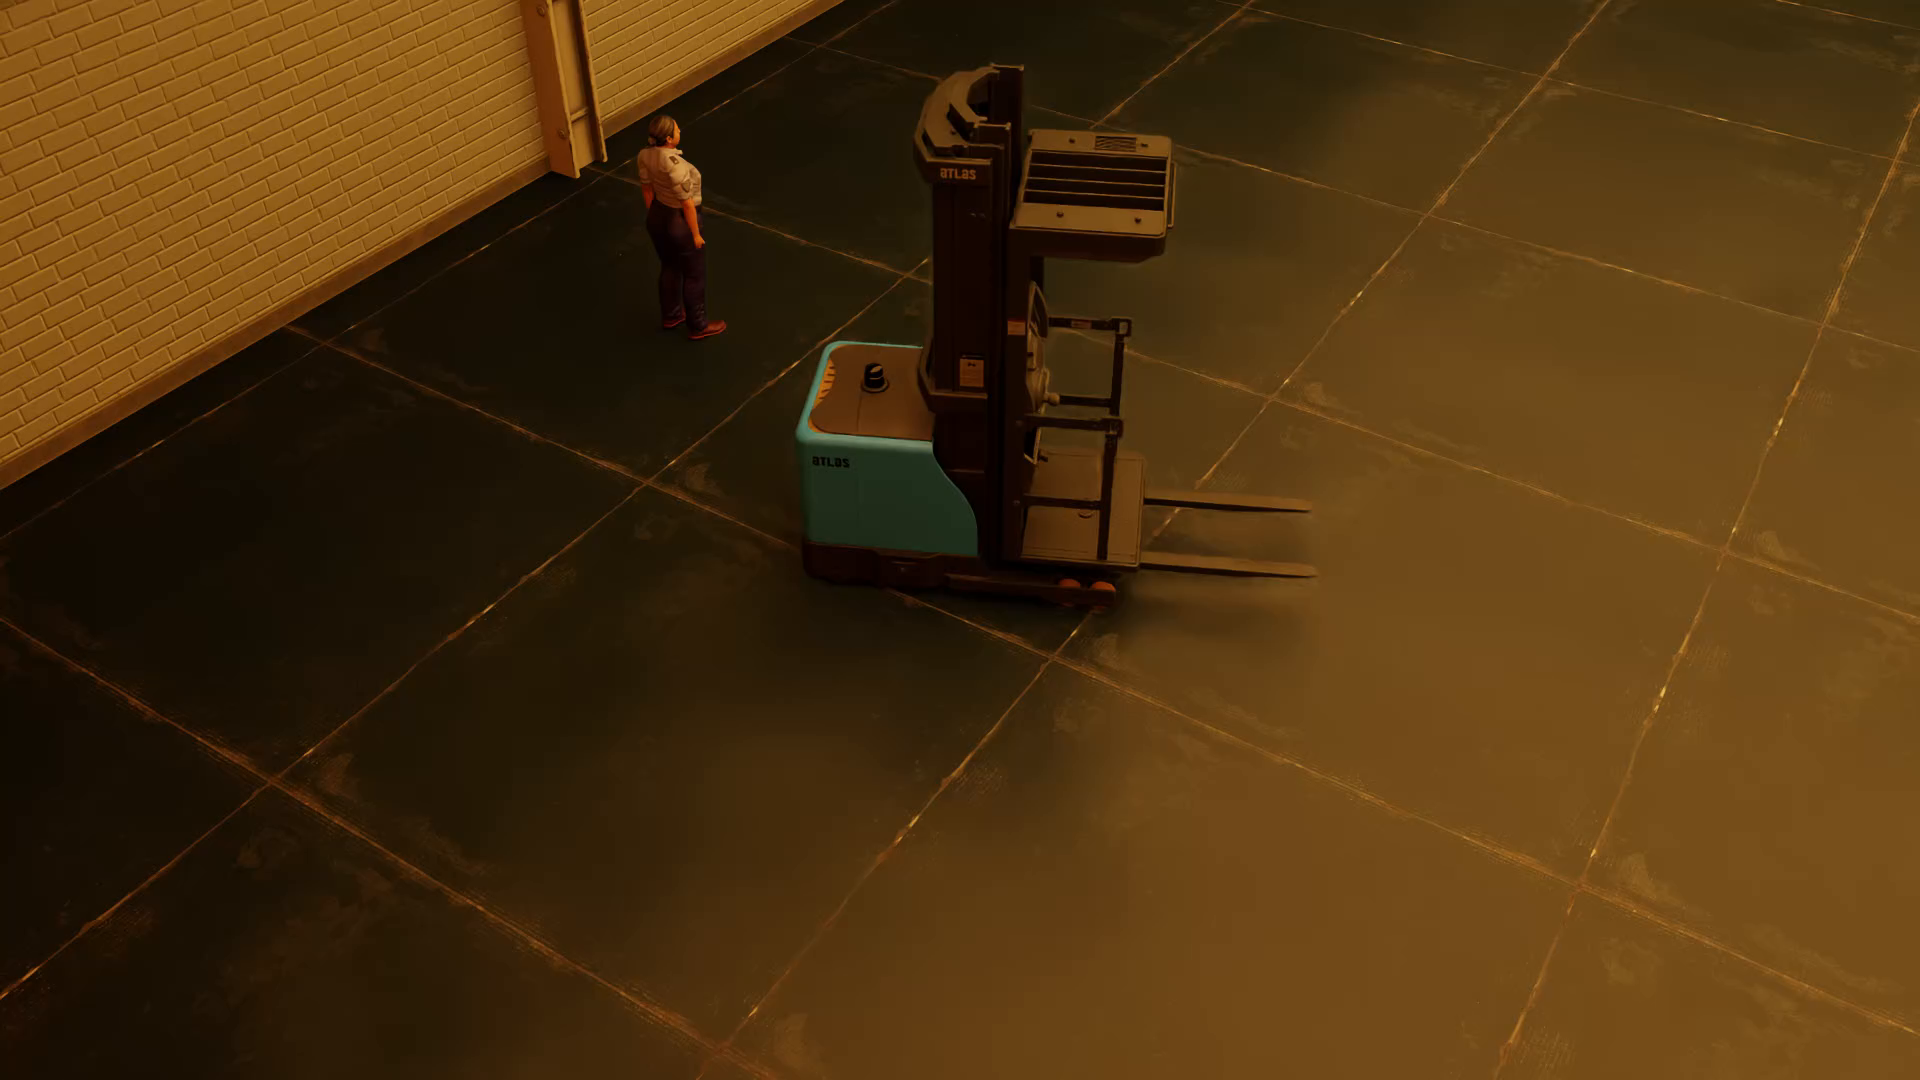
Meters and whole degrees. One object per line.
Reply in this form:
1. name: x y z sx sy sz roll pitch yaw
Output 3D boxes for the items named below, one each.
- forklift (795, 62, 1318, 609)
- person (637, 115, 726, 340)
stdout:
1. forklift: 0.614 -1.078 9.239 3.031 2.935 1.130 5 40 5
2. person: -1.958 -2.180 11.535 0.479 1.653 0.349 29 48 30
